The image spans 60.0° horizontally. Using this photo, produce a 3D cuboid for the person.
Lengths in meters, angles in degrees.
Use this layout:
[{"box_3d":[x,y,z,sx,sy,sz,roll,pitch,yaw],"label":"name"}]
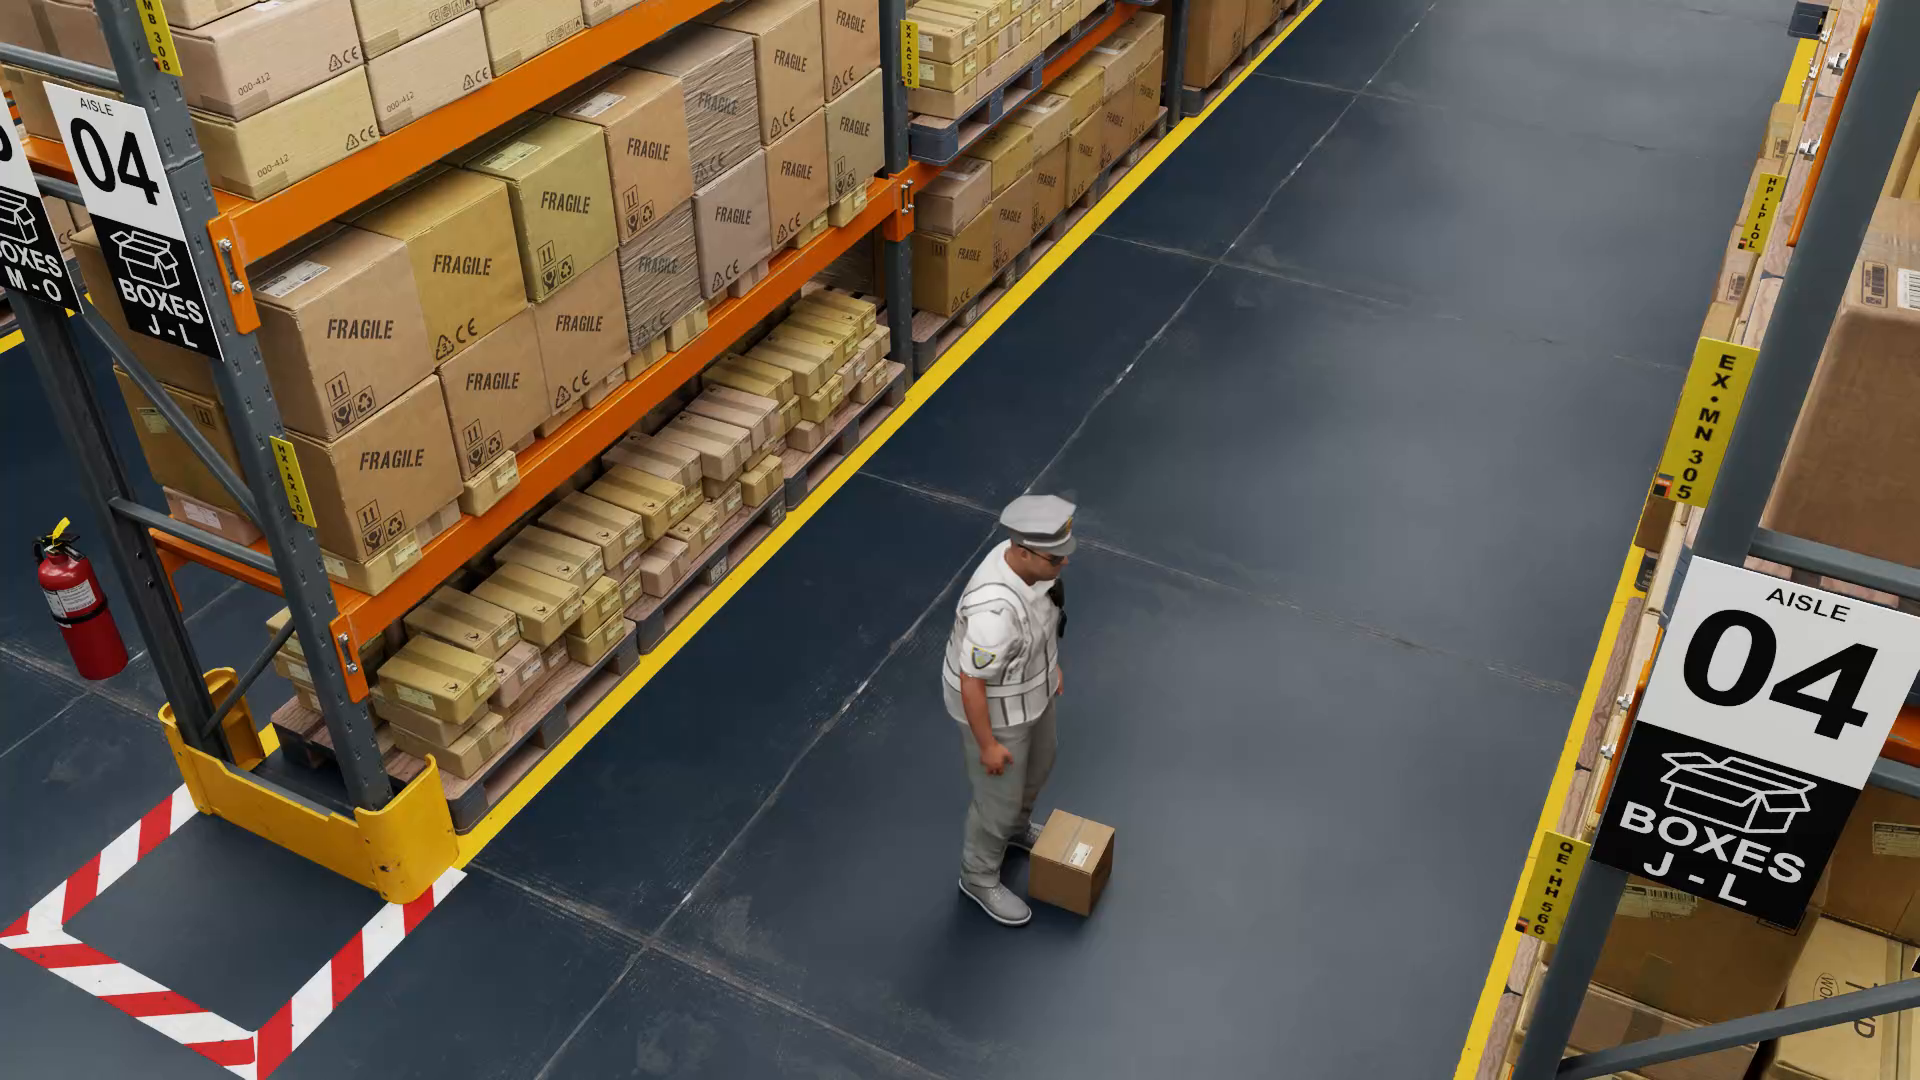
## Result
[{"box_3d":[0.178,0.573,6.002,0.433,1.748,0.584,18,41,21],"label":"person"}]
